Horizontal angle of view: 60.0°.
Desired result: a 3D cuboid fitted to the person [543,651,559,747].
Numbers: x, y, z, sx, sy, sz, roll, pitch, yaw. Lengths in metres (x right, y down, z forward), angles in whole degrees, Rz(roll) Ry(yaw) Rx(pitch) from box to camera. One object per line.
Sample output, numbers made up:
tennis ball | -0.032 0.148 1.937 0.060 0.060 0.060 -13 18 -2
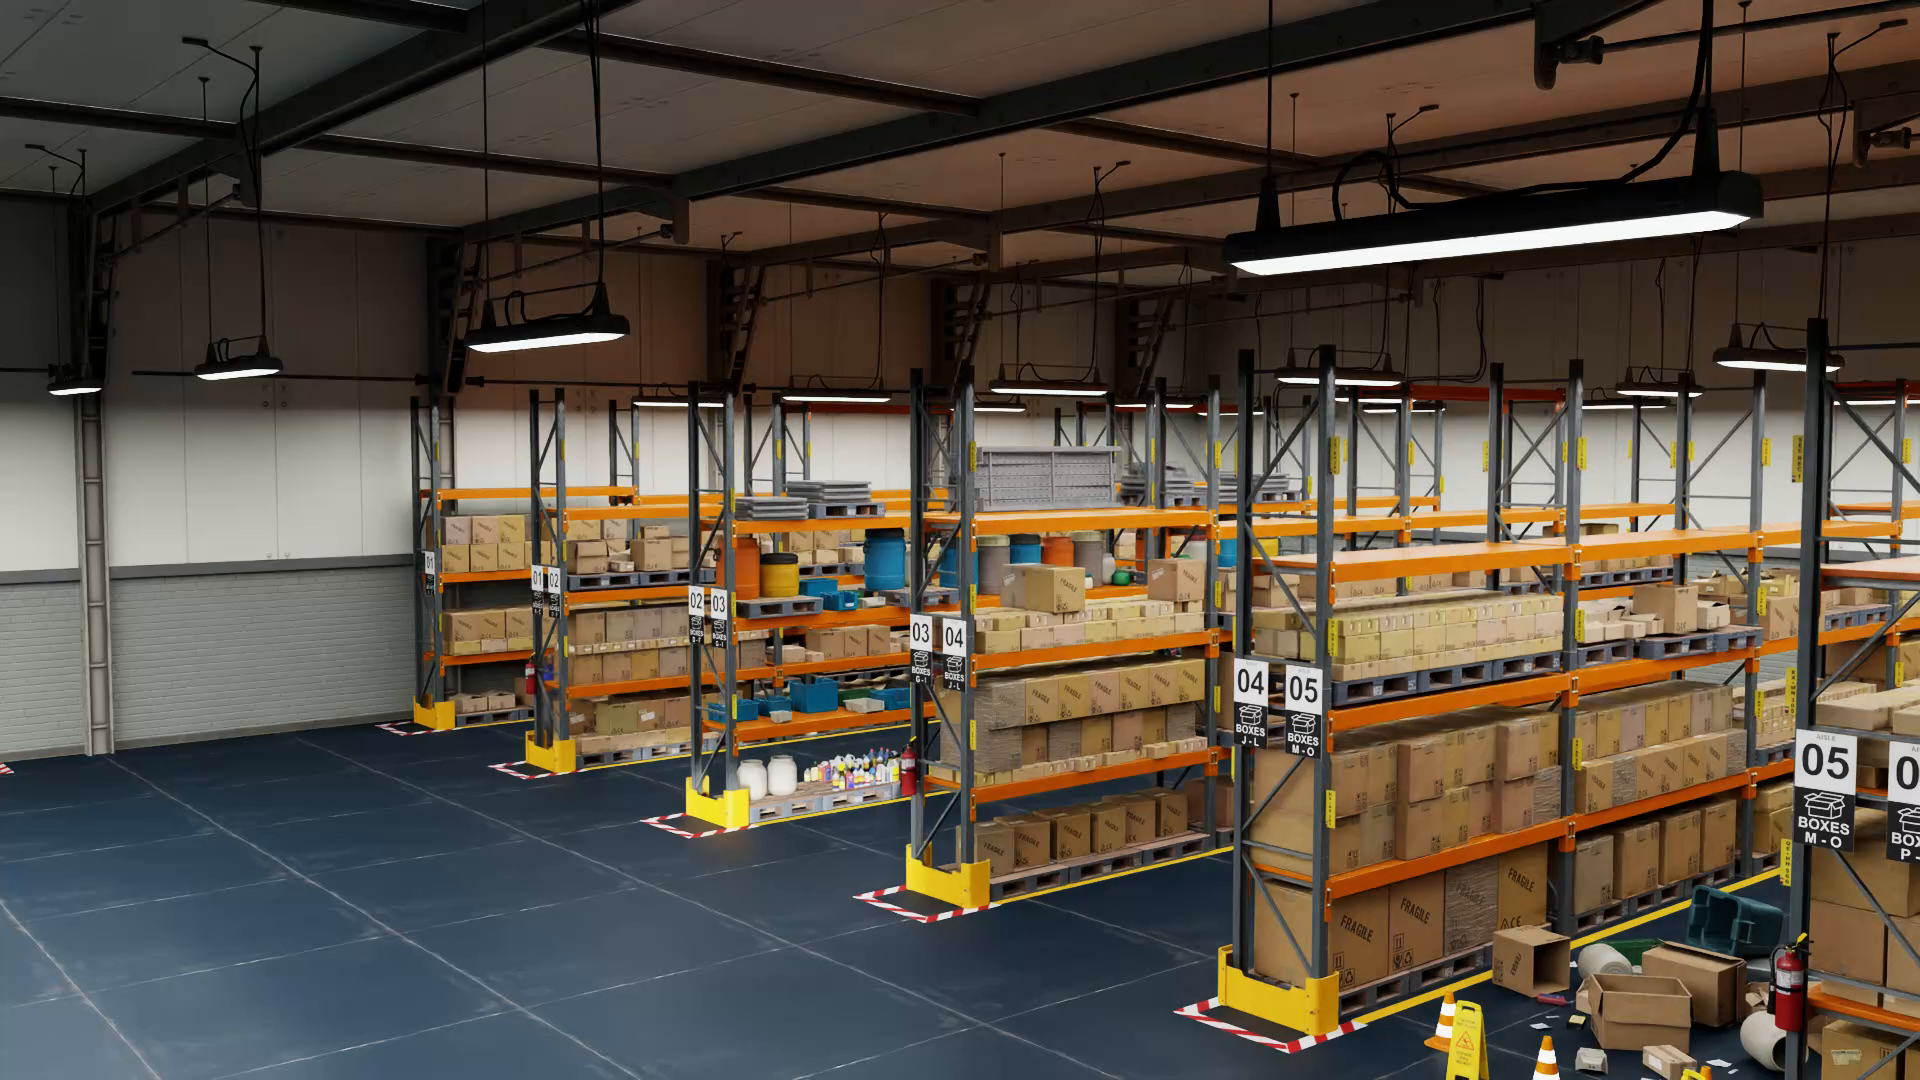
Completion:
person | -6.819 2.698 28.306 0.507 1.623 0.572 2 4 31

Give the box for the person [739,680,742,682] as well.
person | -4.404 2.466 30.989 0.510 1.721 1.068 2 4 33
